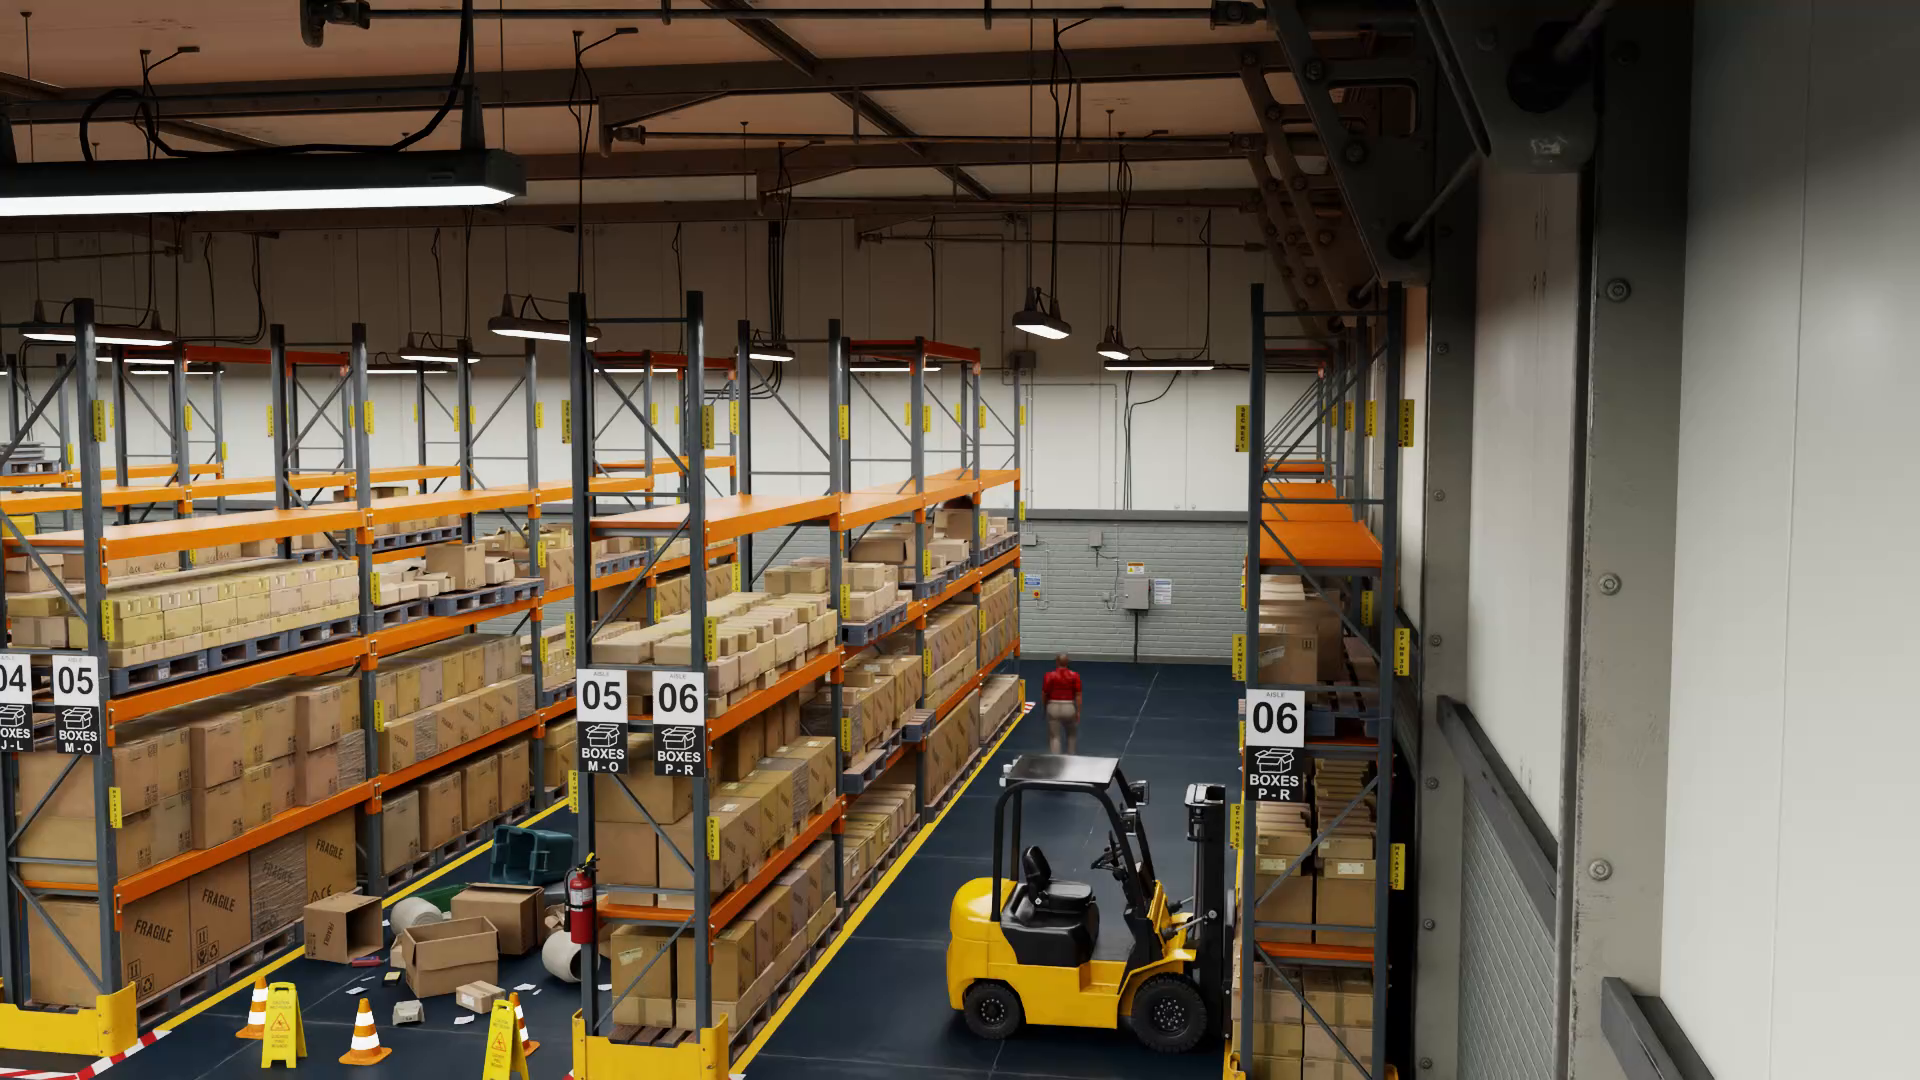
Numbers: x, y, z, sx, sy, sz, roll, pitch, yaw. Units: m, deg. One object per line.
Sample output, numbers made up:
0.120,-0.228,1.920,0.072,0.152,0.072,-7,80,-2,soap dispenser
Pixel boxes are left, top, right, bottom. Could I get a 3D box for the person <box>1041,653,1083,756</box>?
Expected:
1.429,2.441,23.280,0.576,1.759,0.687,0,5,5,person
